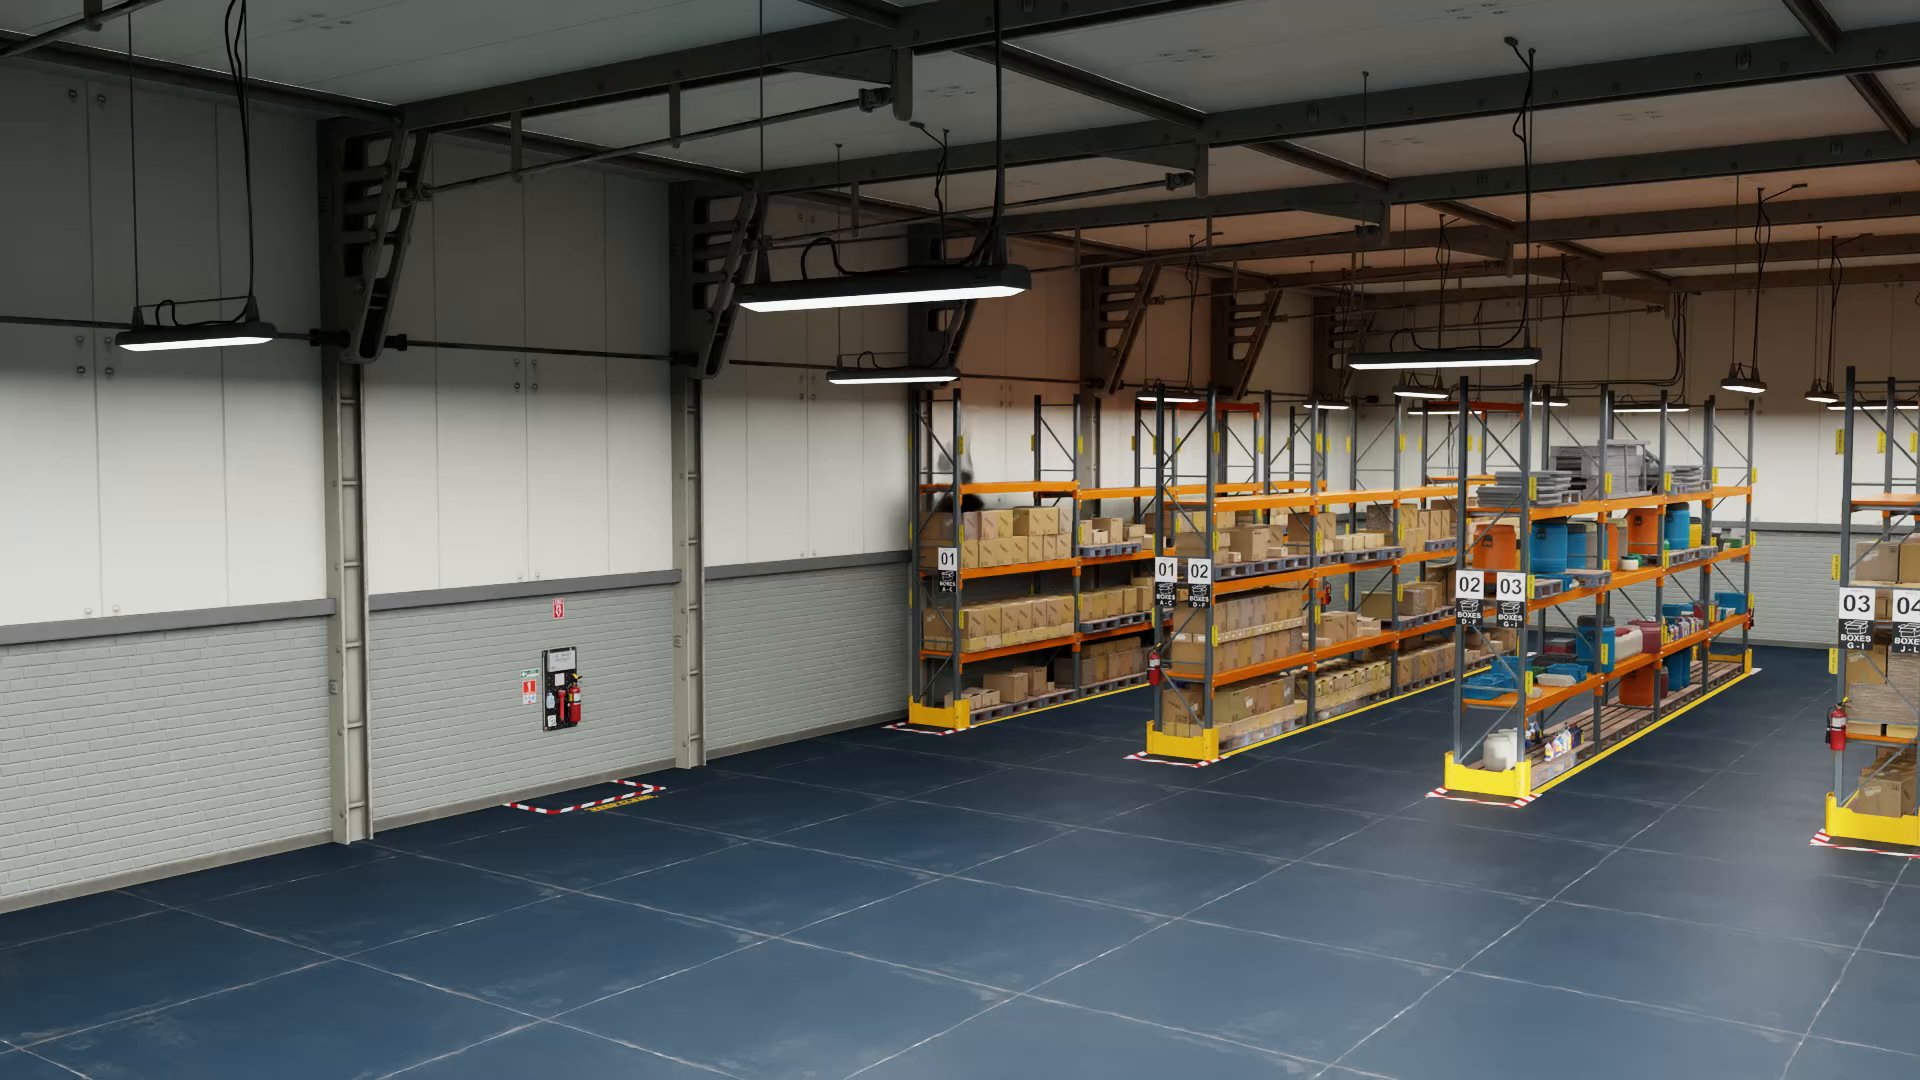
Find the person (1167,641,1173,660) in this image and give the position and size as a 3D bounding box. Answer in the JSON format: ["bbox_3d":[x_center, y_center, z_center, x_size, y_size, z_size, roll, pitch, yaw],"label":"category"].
[{"bbox_3d":[4.149,2.445,30.944,0.608,1.685,0.736,3,4,39],"label":"person"}]
